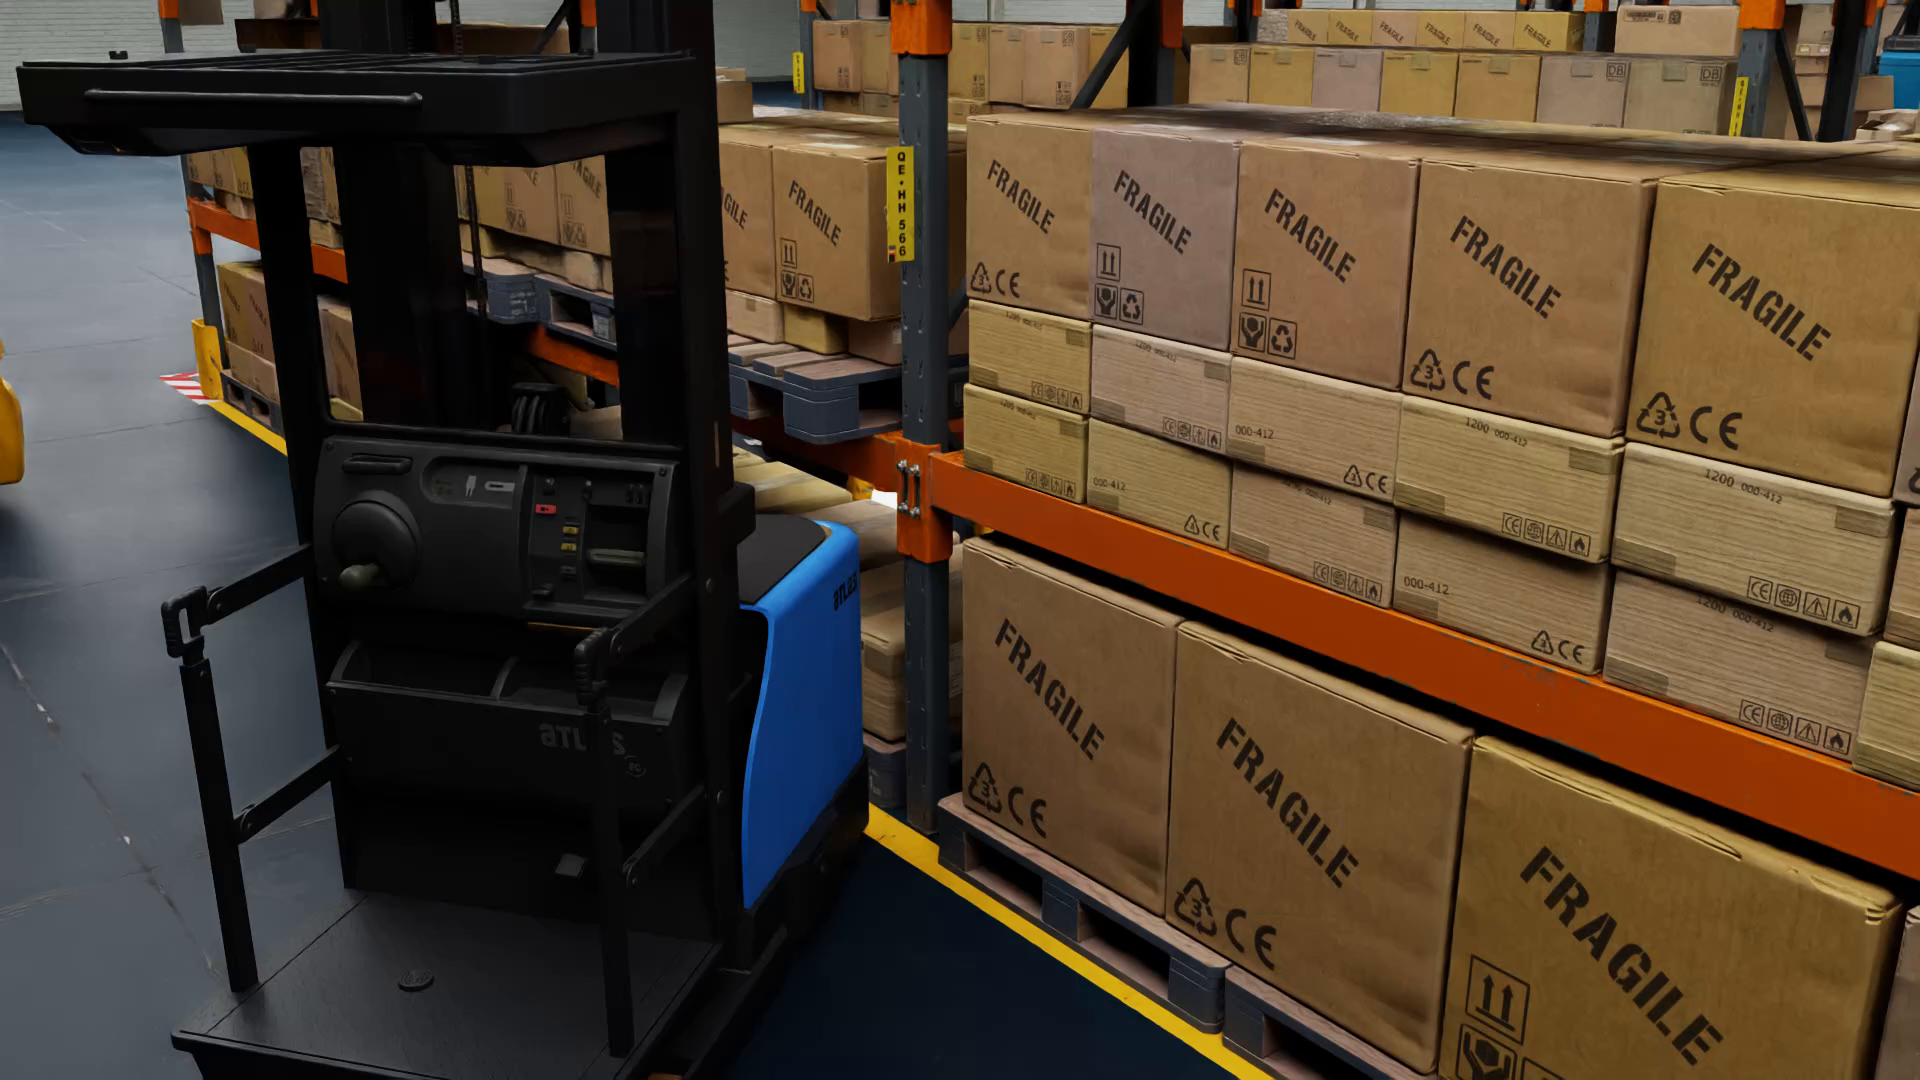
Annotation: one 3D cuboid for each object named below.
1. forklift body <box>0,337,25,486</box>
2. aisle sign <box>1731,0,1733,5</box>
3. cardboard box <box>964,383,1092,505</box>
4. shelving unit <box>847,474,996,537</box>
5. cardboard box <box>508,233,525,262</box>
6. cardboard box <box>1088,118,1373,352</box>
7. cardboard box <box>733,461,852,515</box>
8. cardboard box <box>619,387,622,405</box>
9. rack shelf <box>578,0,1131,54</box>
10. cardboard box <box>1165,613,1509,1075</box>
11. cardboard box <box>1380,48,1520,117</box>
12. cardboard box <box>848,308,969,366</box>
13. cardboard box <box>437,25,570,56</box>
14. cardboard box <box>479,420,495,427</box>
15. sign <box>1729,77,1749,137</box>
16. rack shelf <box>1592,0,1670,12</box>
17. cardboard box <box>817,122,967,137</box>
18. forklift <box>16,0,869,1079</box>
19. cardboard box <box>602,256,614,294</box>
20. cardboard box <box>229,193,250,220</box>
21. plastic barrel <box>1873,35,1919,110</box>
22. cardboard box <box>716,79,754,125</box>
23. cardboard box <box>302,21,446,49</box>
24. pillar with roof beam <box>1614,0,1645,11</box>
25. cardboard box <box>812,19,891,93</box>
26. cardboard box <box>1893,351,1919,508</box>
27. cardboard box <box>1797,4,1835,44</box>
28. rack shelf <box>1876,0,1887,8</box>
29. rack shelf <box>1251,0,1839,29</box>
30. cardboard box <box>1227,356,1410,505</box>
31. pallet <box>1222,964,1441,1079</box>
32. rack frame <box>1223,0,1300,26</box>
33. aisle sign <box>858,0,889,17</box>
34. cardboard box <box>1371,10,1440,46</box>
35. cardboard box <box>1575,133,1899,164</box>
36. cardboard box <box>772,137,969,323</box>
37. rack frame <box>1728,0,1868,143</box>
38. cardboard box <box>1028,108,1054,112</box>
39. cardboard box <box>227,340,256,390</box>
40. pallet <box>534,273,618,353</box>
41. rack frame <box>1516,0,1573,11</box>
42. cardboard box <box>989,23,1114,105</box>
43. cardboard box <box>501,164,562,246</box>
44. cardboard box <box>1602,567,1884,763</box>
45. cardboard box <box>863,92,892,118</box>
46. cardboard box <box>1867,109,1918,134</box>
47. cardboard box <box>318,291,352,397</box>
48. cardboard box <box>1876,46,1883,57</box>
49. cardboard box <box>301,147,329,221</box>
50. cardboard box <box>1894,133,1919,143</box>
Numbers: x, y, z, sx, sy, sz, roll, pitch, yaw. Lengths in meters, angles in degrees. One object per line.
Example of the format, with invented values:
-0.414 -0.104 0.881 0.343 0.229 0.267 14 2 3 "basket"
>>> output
-5.997 -1.051 8.114 2.313 2.155 1.214 -14 23 -36 "forklift body"
10.540 -7.592 22.382 0.394 0.787 0.004 -14 23 -36 "aisle sign"
0.358 -0.322 4.803 0.500 0.250 0.500 -14 23 -37 "cardboard box"
0.022 -0.781 8.255 0.587 1.500 1.083 -9 20 -40 "shelving unit"
-1.753 -1.313 7.288 0.380 0.149 0.250 -12 22 -33 "cardboard box"
0.681 -0.796 4.244 0.500 0.500 0.500 -14 23 -36 "cardboard box"
-1.022 -0.025 7.177 0.950 0.372 0.625 -13 22 -34 "cardboard box"
-1.831 -0.893 10.260 0.500 0.500 0.500 1 18 2 "cardboard box"
-0.990 -2.139 6.422 1.077 0.370 4.000 -14 23 -36 "rack shelf"
1.166 0.653 4.331 0.875 0.875 0.875 -14 23 -35 "cardboard box"
2.845 -2.565 9.588 0.700 0.500 0.500 -14 23 -37 "cardboard box"
-0.137 -0.678 5.371 0.380 0.149 0.250 -13 22 -34 "cardboard box"
-2.335 -2.363 8.504 0.700 0.500 0.500 -14 23 -37 "cardboard box"
-2.810 -0.536 8.916 0.500 0.250 0.500 -13 22 -34 "cardboard box"
3.636 -1.995 7.773 0.100 0.325 0.005 -14 23 -36 "sign"
6.778 -4.073 12.263 1.077 0.370 4.000 -14 23 -36 "rack shelf"
-0.176 -1.234 6.018 0.500 0.500 0.500 -13 22 -33 "cardboard box"
-1.169 -0.020 3.759 1.130 2.935 3.031 5 19 14 "forklift"
-1.161 -1.045 6.477 0.380 0.149 0.250 -15 23 -38 "cardboard box"
-4.277 -2.079 10.269 0.380 0.149 0.250 -14 23 -35 "cardboard box"
9.421 -4.533 16.484 0.600 0.901 0.708 -14 23 -36 "plastic barrel"
-0.986 -1.607 6.113 0.380 0.149 0.250 -15 24 -39 "cardboard box"
-3.522 -2.883 10.074 0.700 0.500 0.500 -14 23 -37 "cardboard box"
8.714 -10.852 26.818 9.100 9.000 0.400 -14 23 -36 "pillar with roof beam"
-0.698 -4.010 13.746 0.875 0.550 0.550 -14 23 -36 "cardboard box"
1.934 -0.287 2.707 0.500 0.500 0.500 -13 23 -35 "cardboard box"
11.464 -6.806 21.920 0.700 0.500 0.500 -15 23 -38 "cardboard box"
10.661 -5.039 15.182 1.077 0.370 4.000 -14 23 -36 "rack shelf"
2.827 -3.130 9.415 1.077 0.370 4.000 -14 23 -36 "rack shelf"
0.992 -0.304 3.951 0.500 0.250 0.500 -14 23 -36 "cardboard box"
1.435 1.270 4.192 1.003 0.211 1.213 -14 23 -36 "pallet"
3.053 -4.469 17.086 1.000 3.000 0.127 -14 23 -36 "rack frame"
-0.707 -4.836 14.059 0.394 0.787 0.004 -14 23 -36 "aisle sign"
4.112 -4.574 15.181 0.500 0.500 0.500 -14 23 -36 "cardboard box"
1.714 -0.634 3.757 0.500 0.500 0.500 -14 23 -37 "cardboard box"
-0.249 -1.009 5.338 0.500 0.500 0.500 -15 23 -38 "cardboard box"
4.069 -1.554 8.285 1.000 3.000 0.127 -14 23 -36 "rack frame"
0.988 -2.831 11.901 0.875 0.550 0.550 -14 23 -36 "cardboard box"
-4.432 -1.176 10.848 0.500 0.250 0.500 -14 23 -37 "cardboard box"
-1.010 -0.952 6.771 1.003 0.211 1.213 -14 23 -36 "pallet"
6.935 -5.435 20.006 1.000 3.000 0.127 -14 23 -36 "rack frame"
0.723 -3.494 12.186 0.875 0.550 0.550 -14 23 -36 "cardboard box"
-1.558 -1.518 6.874 0.500 0.500 0.500 -14 23 -36 "cardboard box"
1.645 0.178 3.290 0.500 0.250 0.500 -15 23 -38 "cardboard box"
-0.274 -3.383 13.569 0.875 0.550 0.550 -14 23 -36 "cardboard box"
7.159 -3.084 12.473 0.500 0.250 0.500 -15 23 -38 "cardboard box"
-3.445 -1.143 9.555 0.500 0.500 0.500 -13 22 -33 "cardboard box"
11.849 -6.239 21.241 0.380 0.149 0.250 -14 23 -36 "cardboard box"
-3.354 -2.051 9.153 0.500 0.500 0.500 -13 22 -35 "cardboard box"
4.733 -1.886 8.070 0.380 0.149 0.250 -15 24 -38 "cardboard box"
